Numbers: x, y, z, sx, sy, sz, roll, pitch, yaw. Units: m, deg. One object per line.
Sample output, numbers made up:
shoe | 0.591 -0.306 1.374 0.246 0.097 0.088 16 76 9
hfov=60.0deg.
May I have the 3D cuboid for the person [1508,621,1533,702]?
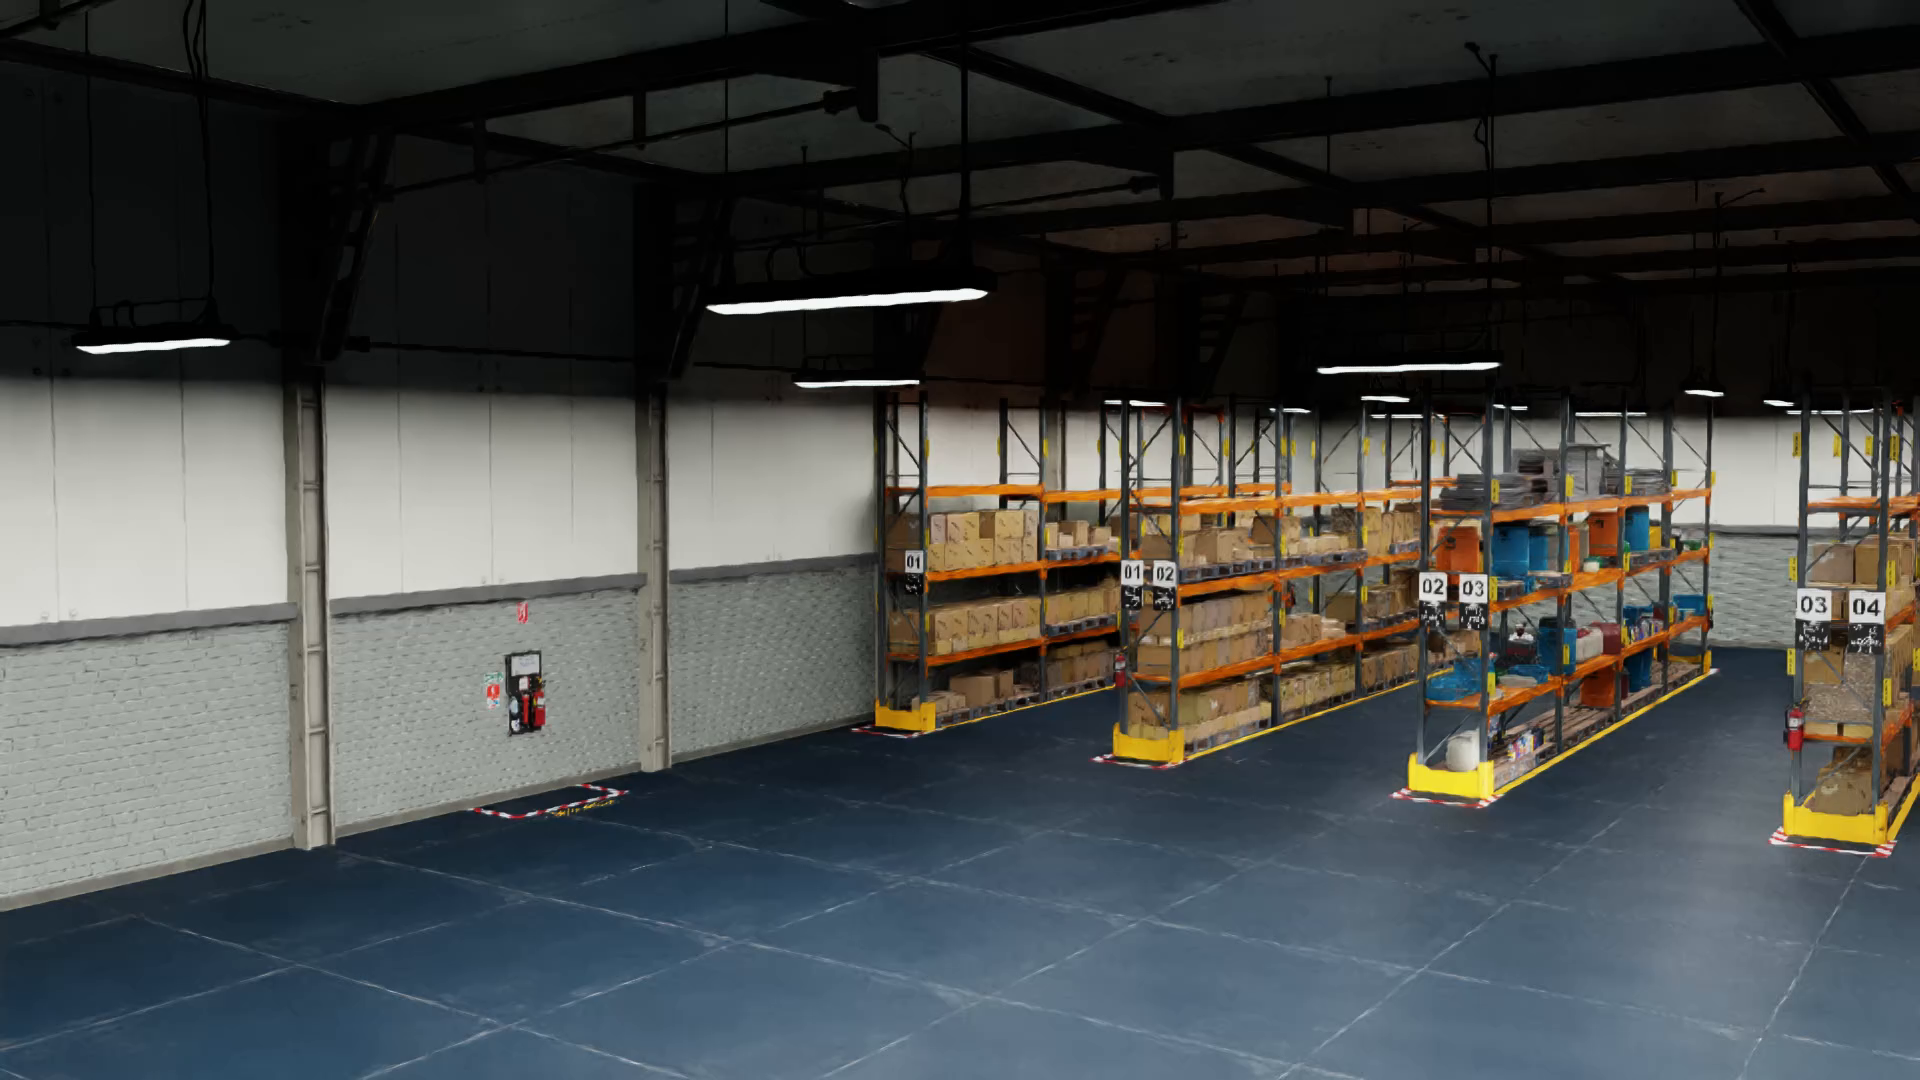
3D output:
person | 11.017 2.383 32.674 0.592 1.629 0.525 2 4 32
